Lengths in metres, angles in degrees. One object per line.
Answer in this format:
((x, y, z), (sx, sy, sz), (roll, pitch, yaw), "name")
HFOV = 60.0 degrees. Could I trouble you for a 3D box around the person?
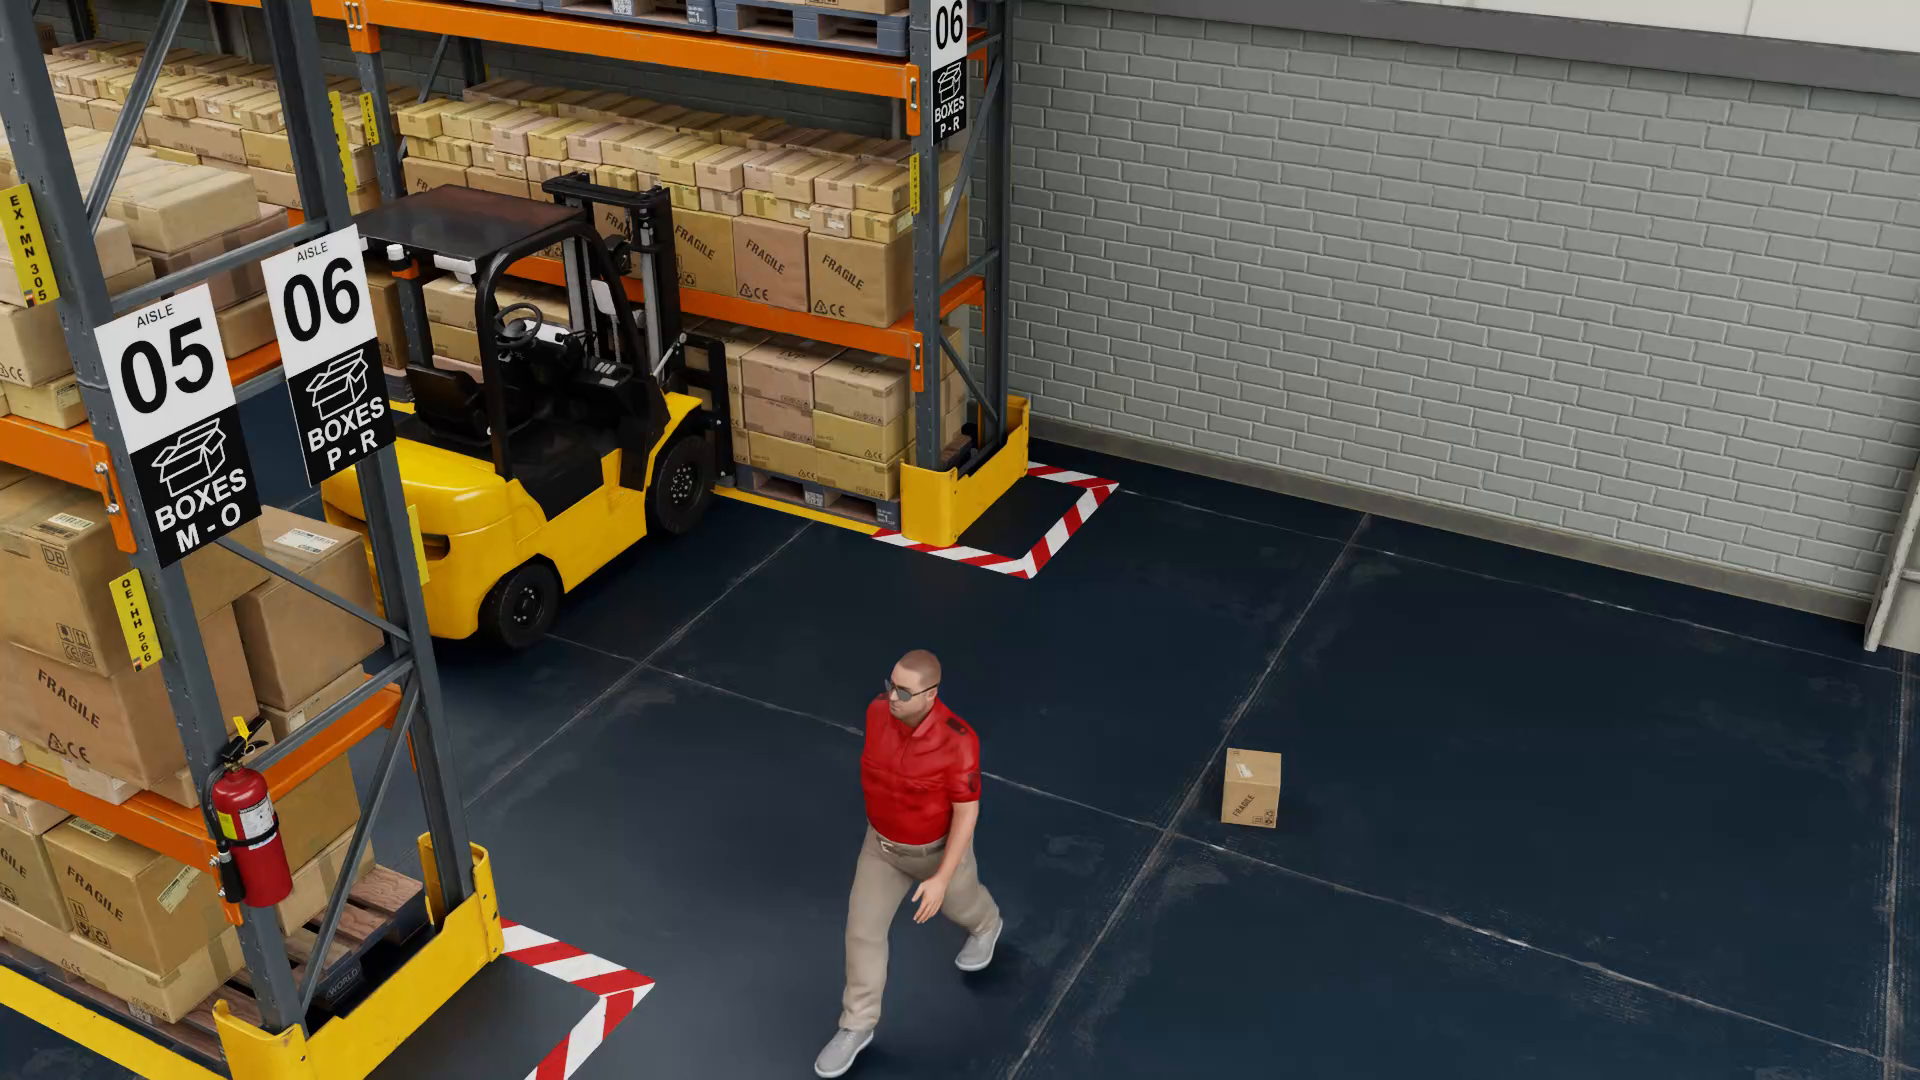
((-0.176, 1.156, 6.289), (0.545, 1.666, 1.074), (16, 34, 26), "person")
